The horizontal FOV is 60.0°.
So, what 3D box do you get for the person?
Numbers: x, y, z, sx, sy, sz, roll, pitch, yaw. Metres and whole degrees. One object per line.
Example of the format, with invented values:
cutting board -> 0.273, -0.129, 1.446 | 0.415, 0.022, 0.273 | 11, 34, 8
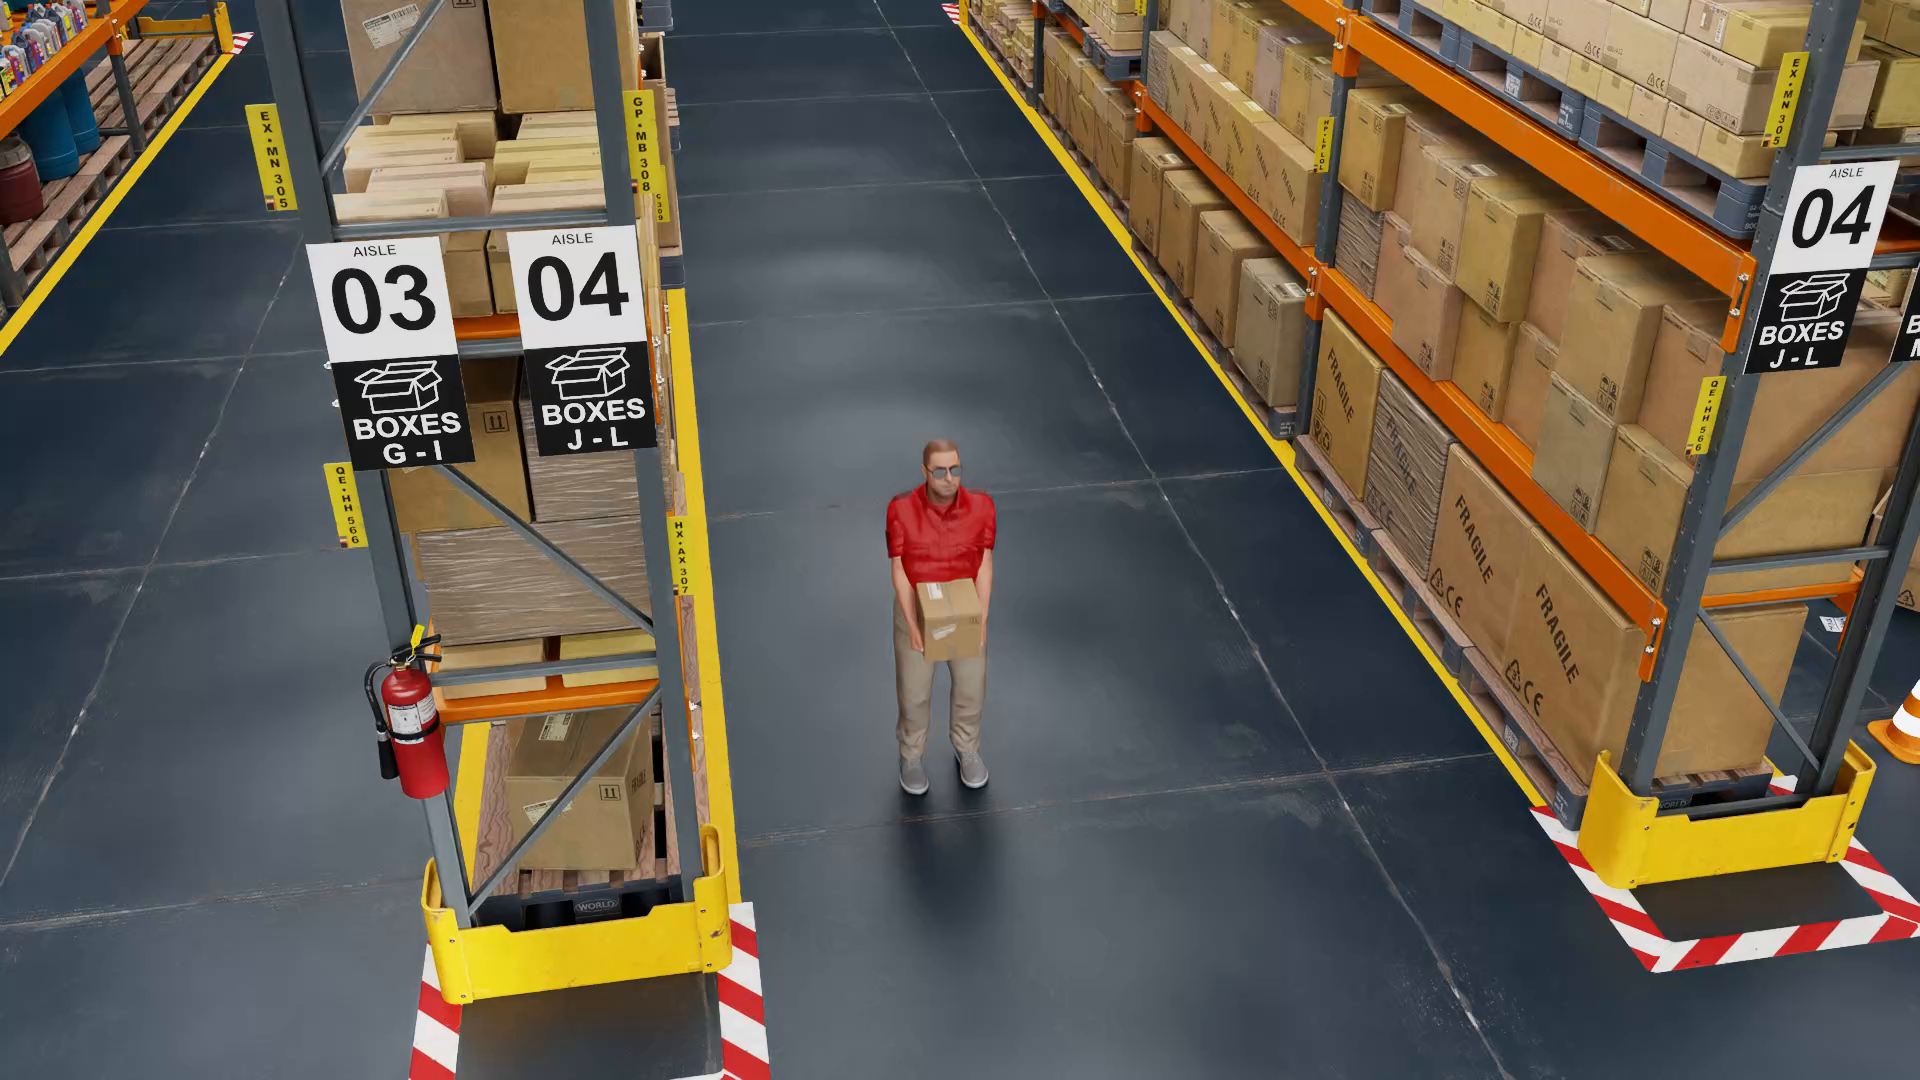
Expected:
person -> -0.062, 0.397, 7.491 | 0.493, 1.712, 0.536 | -5, 31, -9
